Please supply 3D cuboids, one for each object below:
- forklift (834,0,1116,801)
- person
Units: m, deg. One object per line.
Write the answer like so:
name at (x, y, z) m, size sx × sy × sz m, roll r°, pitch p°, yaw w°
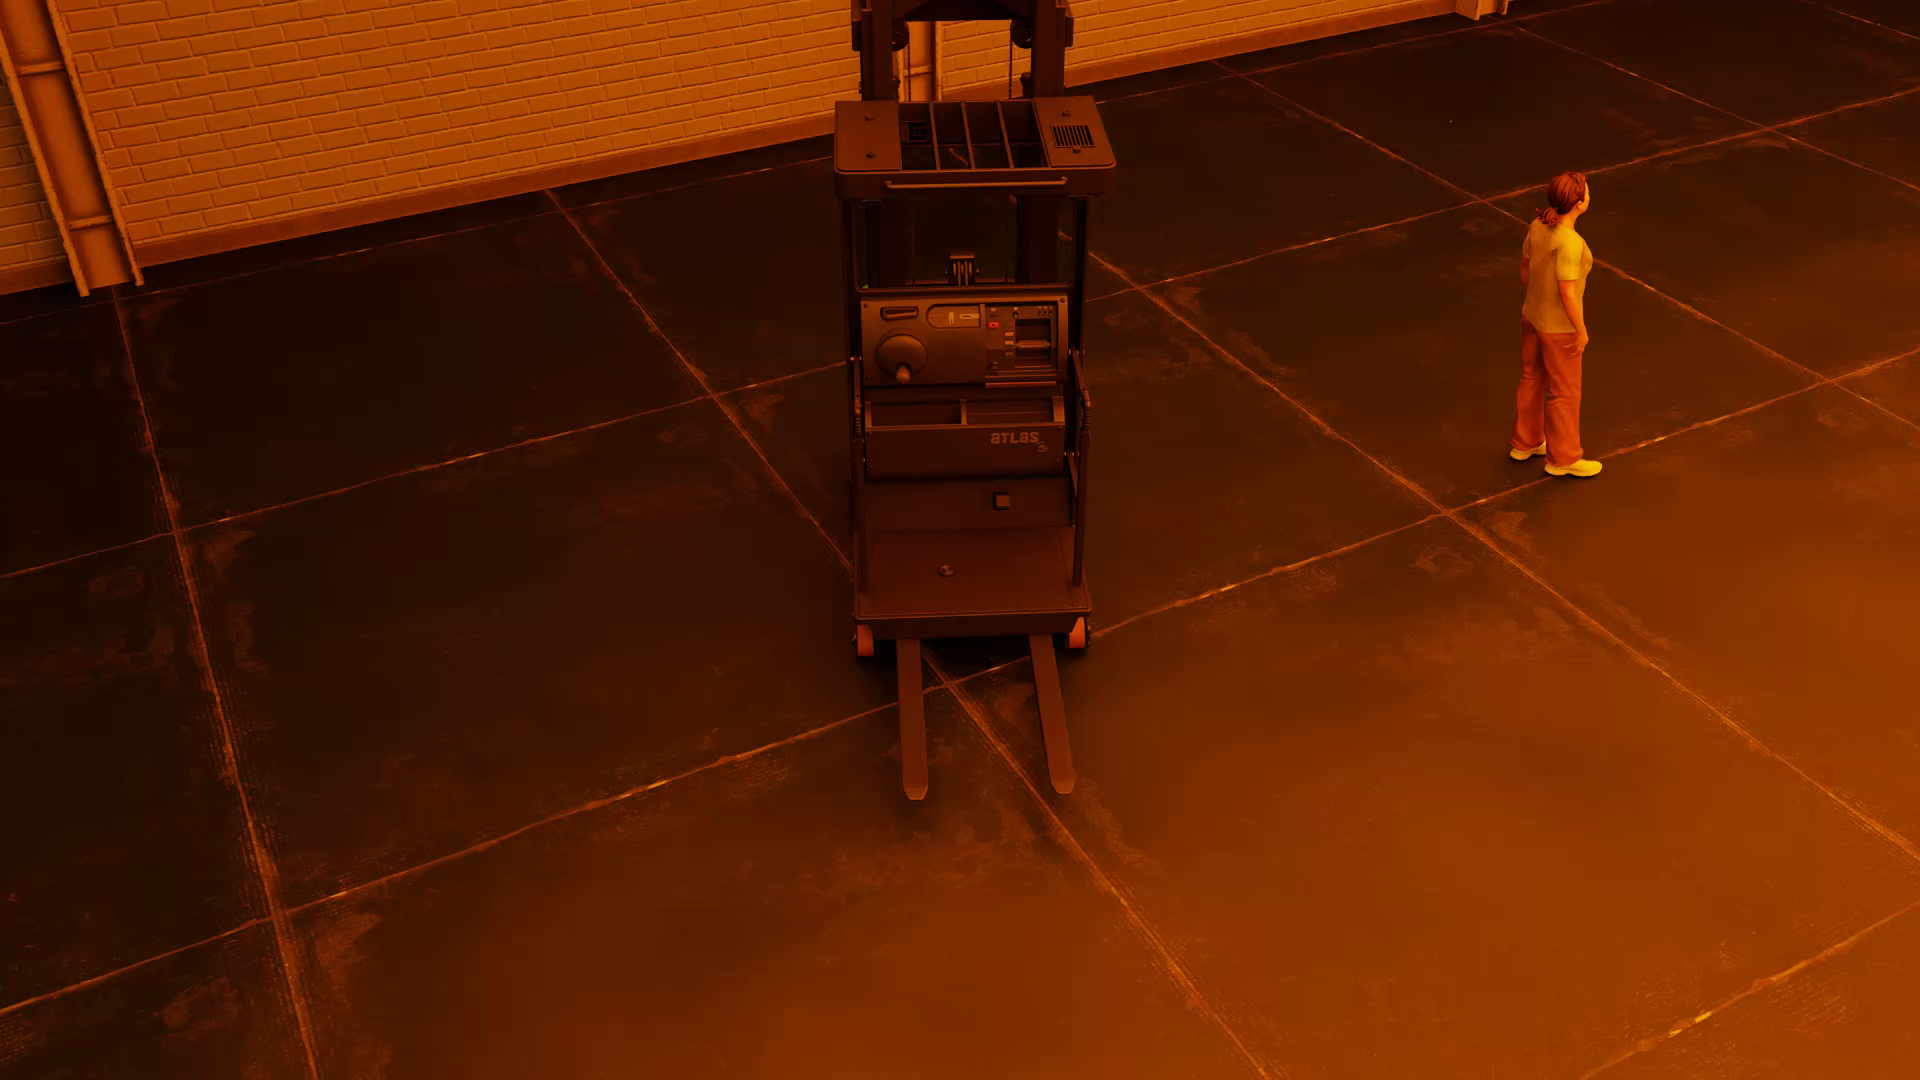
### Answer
forklift at (0.036, -0.839, 7.309) m, size 1.130 × 2.935 × 3.031 m, roll -2°, pitch 35°, yaw -3°
person at (3.213, -1.159, 8.838) m, size 0.549 × 1.674 × 0.555 m, roll -7°, pitch 36°, yaw -10°
